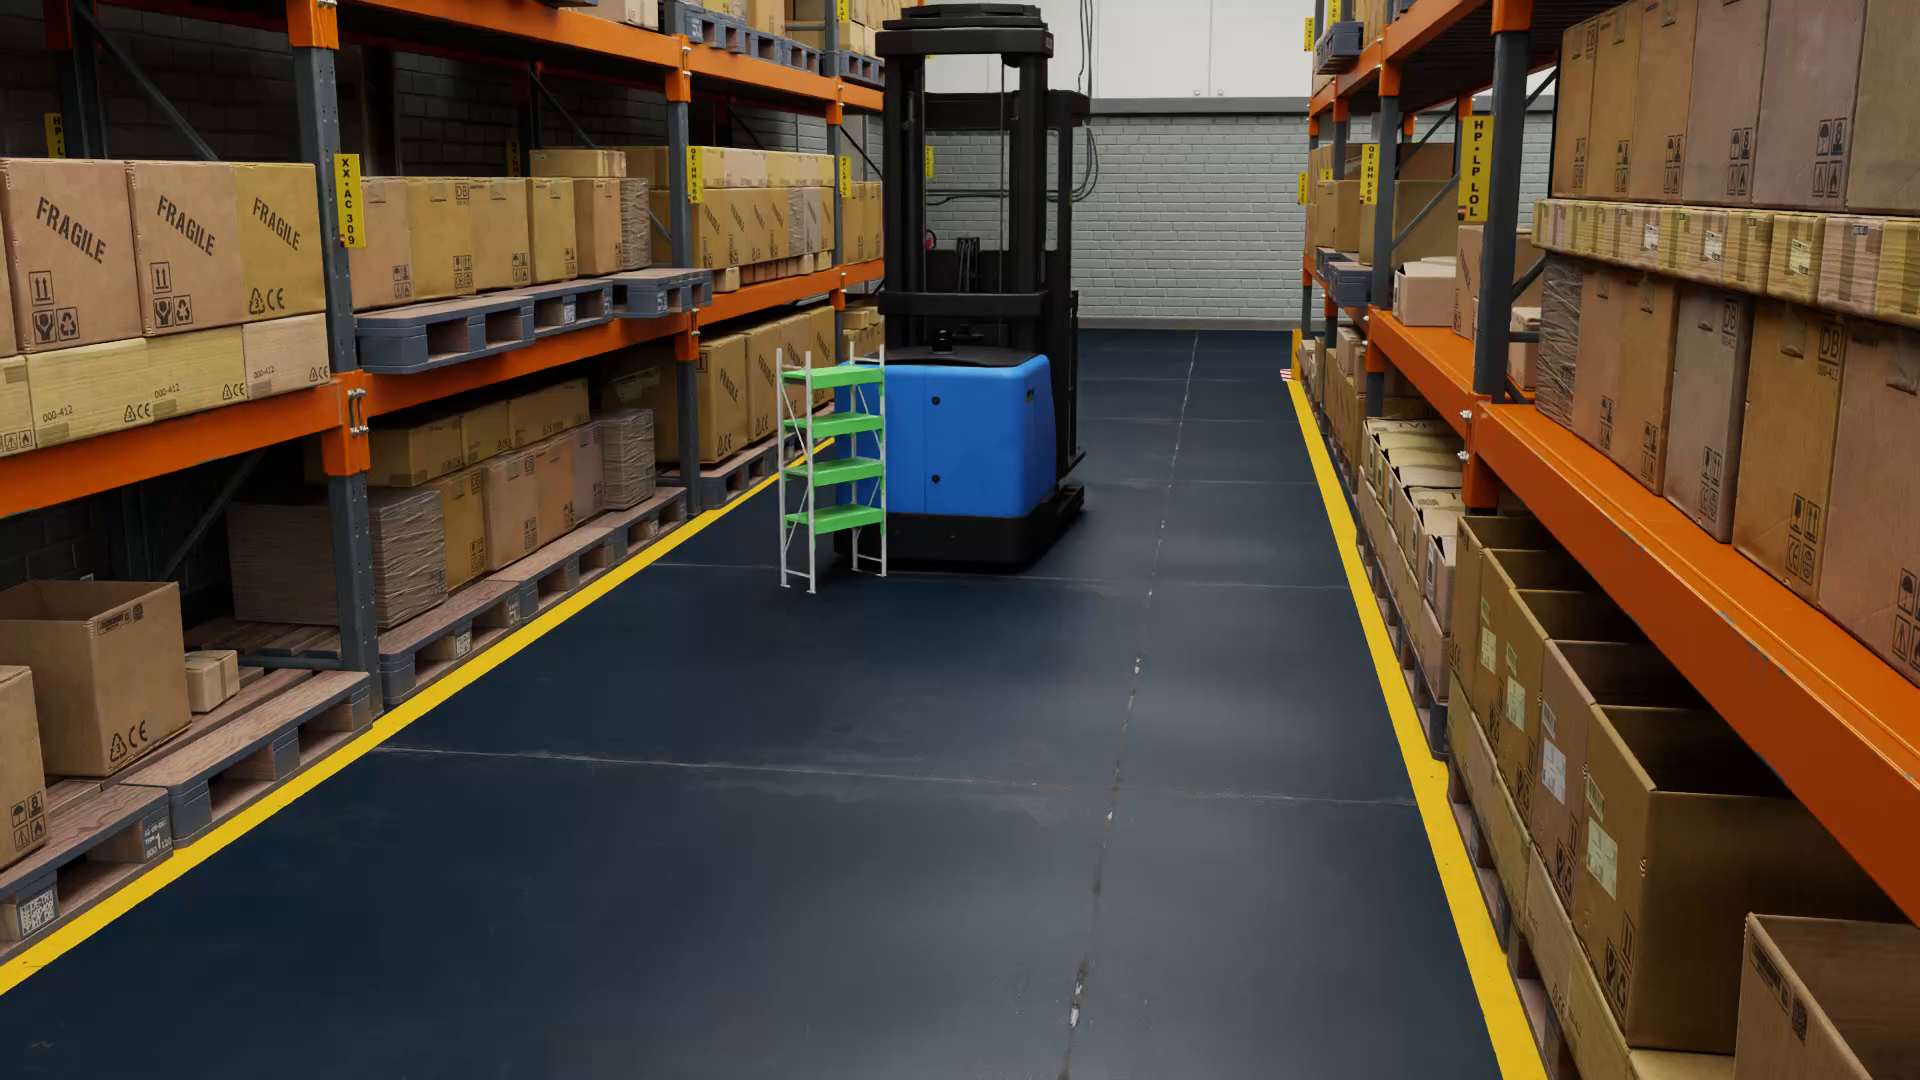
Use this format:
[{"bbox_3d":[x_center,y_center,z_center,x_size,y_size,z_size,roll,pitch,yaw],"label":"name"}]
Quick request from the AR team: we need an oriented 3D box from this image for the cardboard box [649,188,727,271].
[{"bbox_3d":[-1.769,-1.929,10.331,0.500,0.500,0.500,2,12,10],"label":"cardboard box"}]

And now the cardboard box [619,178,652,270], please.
[{"bbox_3d":[-2.159,-1.797,9.432,0.700,0.500,0.500,0,12,2],"label":"cardboard box"}]

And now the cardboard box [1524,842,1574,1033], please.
[{"bbox_3d":[1.578,0.898,3.734,0.500,0.250,0.500,2,12,9],"label":"cardboard box"}]

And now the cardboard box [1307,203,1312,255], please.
[{"bbox_3d":[3.626,-2.995,16.032,0.500,0.500,0.500,2,12,8],"label":"cardboard box"}]

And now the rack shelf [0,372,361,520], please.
[{"bbox_3d":[-3.020,-0.031,4.225,1.077,0.370,4.000,2,12,9],"label":"rack shelf"}]

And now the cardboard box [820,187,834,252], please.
[{"bbox_3d":[-1.304,-2.564,13.280,0.500,0.500,0.500,2,12,8],"label":"cardboard box"}]

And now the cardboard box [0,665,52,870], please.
[{"bbox_3d":[-2.882,0.630,4.340,0.700,0.500,0.500,1,12,5],"label":"cardboard box"}]

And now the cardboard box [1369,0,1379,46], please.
[{"bbox_3d":[2.911,-3.185,9.796,0.910,0.500,0.500,2,12,9],"label":"cardboard box"}]

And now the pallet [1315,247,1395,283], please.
[{"bbox_3d":[3.183,-2.048,12.332,1.003,0.211,1.213,2,12,9],"label":"pallet"}]

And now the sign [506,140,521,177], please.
[{"bbox_3d":[-2.646,-2.215,9.903,0.100,0.325,0.005,2,12,9],"label":"sign"}]

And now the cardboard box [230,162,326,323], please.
[{"bbox_3d":[-2.479,-0.994,5.512,0.500,0.500,0.500,2,12,9],"label":"cardboard box"}]

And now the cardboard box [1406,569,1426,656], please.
[{"bbox_3d":[2.040,0.299,6.517,0.500,0.250,0.500,2,12,8],"label":"cardboard box"}]

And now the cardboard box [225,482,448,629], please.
[{"bbox_3d":[-2.615,0.054,7.011,0.700,0.500,0.500,2,12,11],"label":"cardboard box"}]

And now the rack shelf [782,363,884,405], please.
[{"bbox_3d":[-0.641,-0.781,8.294,0.258,0.148,0.480,12,17,43],"label":"rack shelf"}]

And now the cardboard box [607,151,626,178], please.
[{"bbox_3d":[-2.120,-2.140,9.481,0.380,0.149,0.250,0,12,1],"label":"cardboard box"}]

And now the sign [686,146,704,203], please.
[{"bbox_3d":[-1.559,-2.143,9.758,0.100,0.325,0.005,2,12,9],"label":"sign"}]

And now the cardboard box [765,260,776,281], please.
[{"bbox_3d":[-1.545,-1.954,11.988,0.380,0.149,0.250,2,12,10],"label":"cardboard box"}]

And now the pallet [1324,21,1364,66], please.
[{"bbox_3d":[3.088,-3.330,11.149,1.213,0.211,1.003,2,12,9],"label":"pallet"}]

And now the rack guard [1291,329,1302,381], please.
[{"bbox_3d":[4.017,-1.899,17.121,1.175,0.500,0.348,2,12,9],"label":"rack guard"}]

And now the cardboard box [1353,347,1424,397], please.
[{"bbox_3d":[2.715,-1.046,10.335,0.500,0.250,0.500,2,12,11],"label":"cardboard box"}]

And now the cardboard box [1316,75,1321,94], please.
[{"bbox_3d":[3.534,-4.224,15.208,0.500,0.250,0.500,2,12,9],"label":"cardboard box"}]

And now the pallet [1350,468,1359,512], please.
[{"bbox_3d":[2.951,-0.263,10.212,1.003,0.211,1.213,2,12,9],"label":"pallet"}]

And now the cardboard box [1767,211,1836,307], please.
[{"bbox_3d":[1.598,-0.473,2.791,0.380,0.149,0.250,2,12,10],"label":"cardboard box"}]

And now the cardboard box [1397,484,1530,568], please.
[{"bbox_3d":[2.115,-0.080,6.945,0.500,0.311,0.500,2,12,8],"label":"cardboard box"}]

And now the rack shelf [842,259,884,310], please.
[{"bbox_3d":[-1.174,-2.529,15.816,1.077,0.370,4.000,2,12,9],"label":"rack shelf"}]

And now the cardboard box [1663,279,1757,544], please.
[{"bbox_3d":[1.888,-0.275,3.410,0.700,0.500,0.500,2,12,10],"label":"cardboard box"}]

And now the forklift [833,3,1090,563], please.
[{"bbox_3d":[0.151,-1.574,9.839,1.130,2.935,3.031,3,12,12],"label":"forklift"}]

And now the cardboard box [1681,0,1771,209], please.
[{"bbox_3d":[1.890,-0.916,3.308,0.700,0.500,0.500,2,12,9],"label":"cardboard box"}]

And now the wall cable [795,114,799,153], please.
[{"bbox_3d":[-1.604,-4.091,18.944,0.084,1.984,1.851,2,12,9],"label":"wall cable"}]

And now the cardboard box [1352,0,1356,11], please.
[{"bbox_3d":[3.451,-4.411,13.110,0.700,0.500,0.500,2,12,9],"label":"cardboard box"}]

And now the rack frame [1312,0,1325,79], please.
[{"bbox_3d":[4.029,-6.070,16.299,1.000,3.000,0.127,2,12,9],"label":"rack frame"}]

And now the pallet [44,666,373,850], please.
[{"bbox_3d":[-2.780,0.705,5.720,1.003,0.211,1.213,2,12,9],"label":"pallet"}]

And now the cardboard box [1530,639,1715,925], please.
[{"bbox_3d":[1.574,0.532,3.656,0.500,0.500,0.500,2,12,9],"label":"cardboard box"}]

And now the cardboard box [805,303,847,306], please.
[{"bbox_3d":[-1.286,-2.164,15.813,0.380,0.149,0.250,2,12,8],"label":"cardboard box"}]

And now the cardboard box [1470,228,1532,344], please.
[{"bbox_3d":[2.476,-1.061,7.061,0.500,0.500,0.500,2,12,9],"label":"cardboard box"}]

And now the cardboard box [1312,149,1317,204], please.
[{"bbox_3d":[3.545,-3.378,15.437,0.500,0.500,0.500,2,12,9],"label":"cardboard box"}]

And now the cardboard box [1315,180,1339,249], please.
[{"bbox_3d":[3.120,-2.467,12.588,0.700,0.500,0.500,-2,12,-10],"label":"cardboard box"}]

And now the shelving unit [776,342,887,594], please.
[{"bbox_3d":[-0.641,-0.374,8.381,0.258,1.200,0.503,12,17,43],"label":"shelving unit"}]

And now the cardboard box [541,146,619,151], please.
[{"bbox_3d":[-2.283,-2.305,10.298,0.500,0.250,0.500,2,12,10],"label":"cardboard box"}]

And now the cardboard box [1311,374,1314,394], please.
[{"bbox_3d":[3.219,-1.334,14.285,0.380,0.149,0.250,2,12,9],"label":"cardboard box"}]

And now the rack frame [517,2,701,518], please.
[{"bbox_3d":[-2.097,-1.632,9.944,1.000,3.000,0.127,2,12,9],"label":"rack frame"}]

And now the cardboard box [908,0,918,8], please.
[{"bbox_3d":[-0.709,-5.150,16.490,0.500,0.500,0.500,2,12,8],"label":"cardboard box"}]

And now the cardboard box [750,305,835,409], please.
[{"bbox_3d":[-1.453,-1.479,13.343,0.750,0.750,0.750,2,12,9],"label":"cardboard box"}]

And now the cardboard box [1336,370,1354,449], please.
[{"bbox_3d":[2.865,-0.884,11.367,0.500,0.500,0.500,1,12,7],"label":"cardboard box"}]

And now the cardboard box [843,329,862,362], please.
[{"bbox_3d":[-1.265,-1.600,14.734,0.700,0.500,0.500,2,12,9],"label":"cardboard box"}]

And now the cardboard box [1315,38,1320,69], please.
[{"bbox_3d":[3.609,-4.572,15.639,0.500,0.250,0.500,2,12,9],"label":"cardboard box"}]

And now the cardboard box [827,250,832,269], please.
[{"bbox_3d":[-1.254,-2.272,13.463,0.380,0.149,0.250,2,12,9],"label":"cardboard box"}]

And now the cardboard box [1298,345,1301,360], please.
[{"bbox_3d":[3.625,-1.883,16.832,0.380,0.149,0.250,2,12,9],"label":"cardboard box"}]

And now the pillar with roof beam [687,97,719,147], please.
[{"bbox_3d":[2.025,-5.431,13.335,9.100,9.000,0.400,2,12,9],"label":"pillar with roof beam"}]

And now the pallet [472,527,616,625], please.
[{"bbox_3d":[-2.408,0.147,8.309,1.003,0.211,1.213,2,12,9],"label":"pallet"}]

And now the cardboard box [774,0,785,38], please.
[{"bbox_3d":[-1.726,-4.015,12.602,0.700,0.500,0.500,1,12,6],"label":"cardboard box"}]

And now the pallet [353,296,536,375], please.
[{"bbox_3d":[-2.451,-0.860,6.817,1.003,0.211,1.213,2,12,9],"label":"pallet"}]

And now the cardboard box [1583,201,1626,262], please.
[{"bbox_3d":[1.835,-0.795,4.285,0.380,0.149,0.250,2,12,8],"label":"cardboard box"}]
